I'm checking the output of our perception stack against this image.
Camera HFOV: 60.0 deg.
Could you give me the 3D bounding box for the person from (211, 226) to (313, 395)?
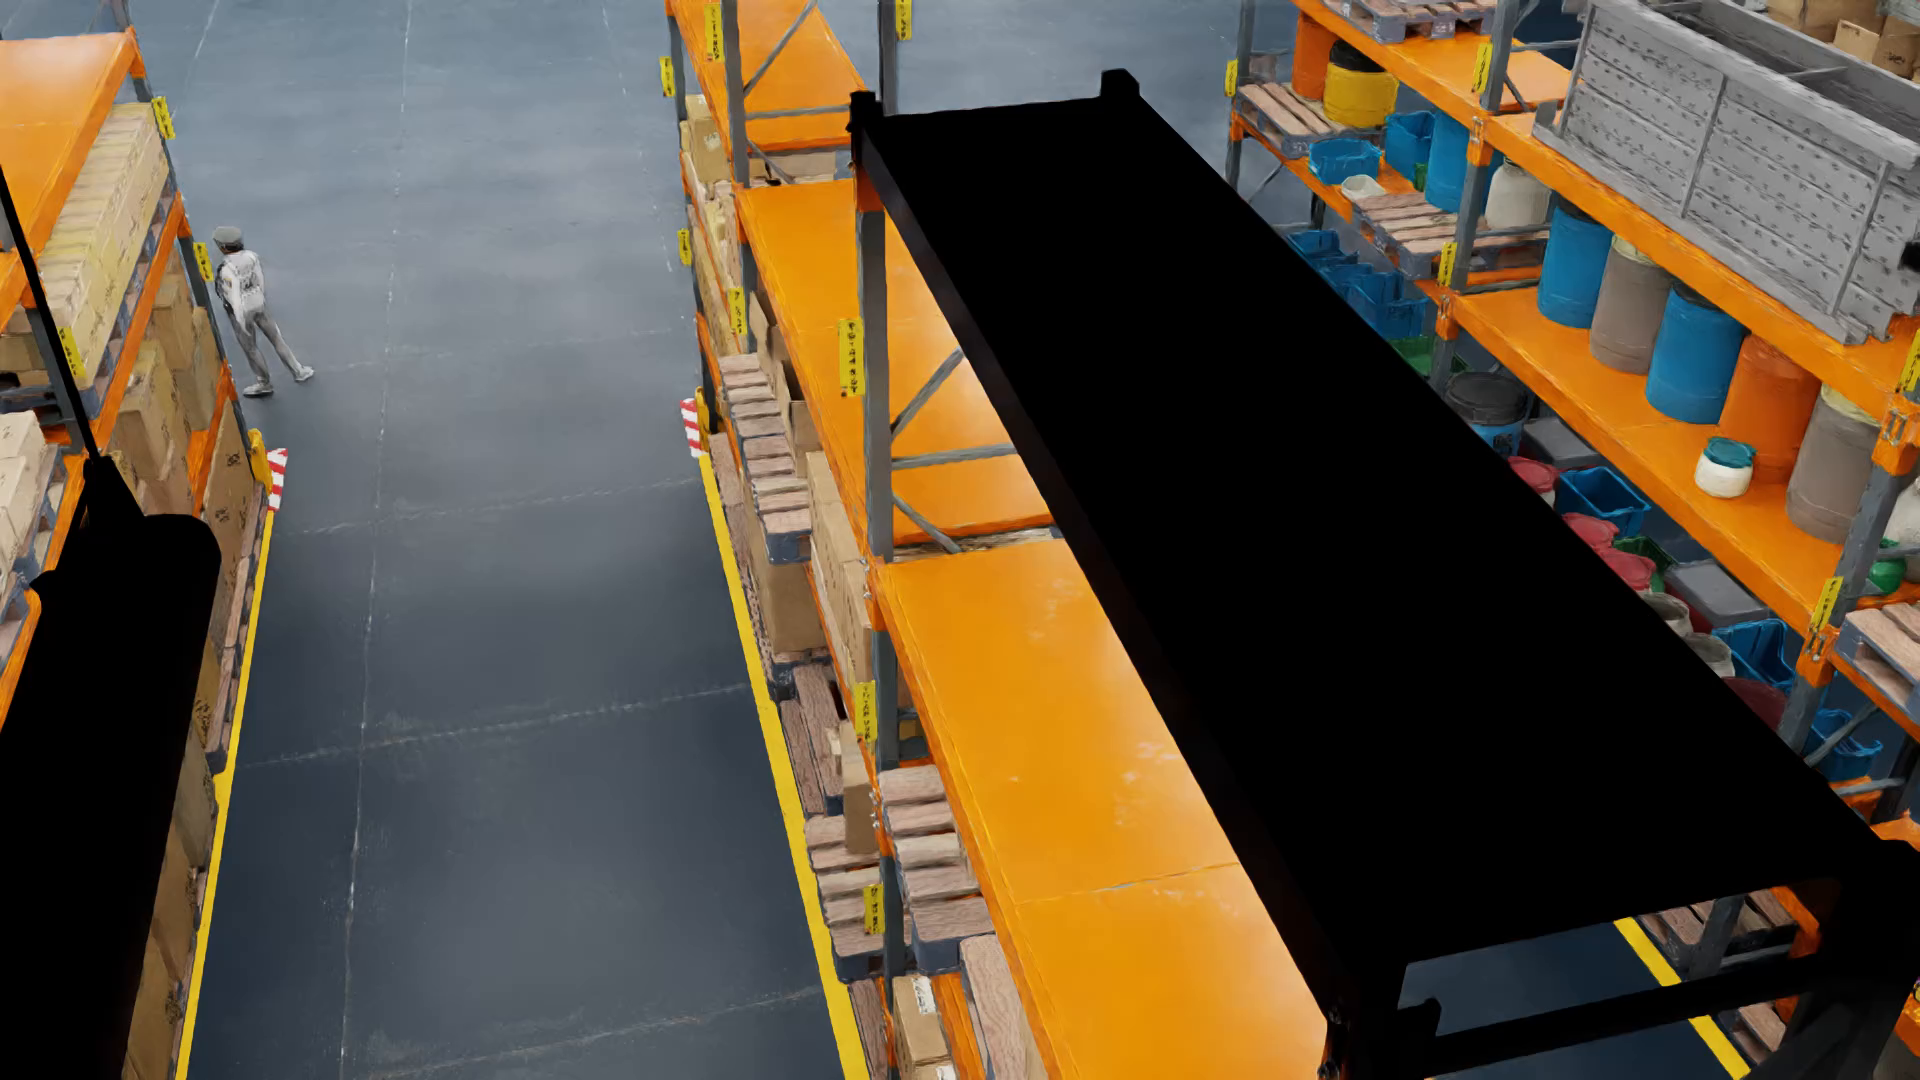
[{"bbox_3d":[-6.676,-2.214,15.861,0.452,1.673,0.642,15,37,21],"label":"person"}]
